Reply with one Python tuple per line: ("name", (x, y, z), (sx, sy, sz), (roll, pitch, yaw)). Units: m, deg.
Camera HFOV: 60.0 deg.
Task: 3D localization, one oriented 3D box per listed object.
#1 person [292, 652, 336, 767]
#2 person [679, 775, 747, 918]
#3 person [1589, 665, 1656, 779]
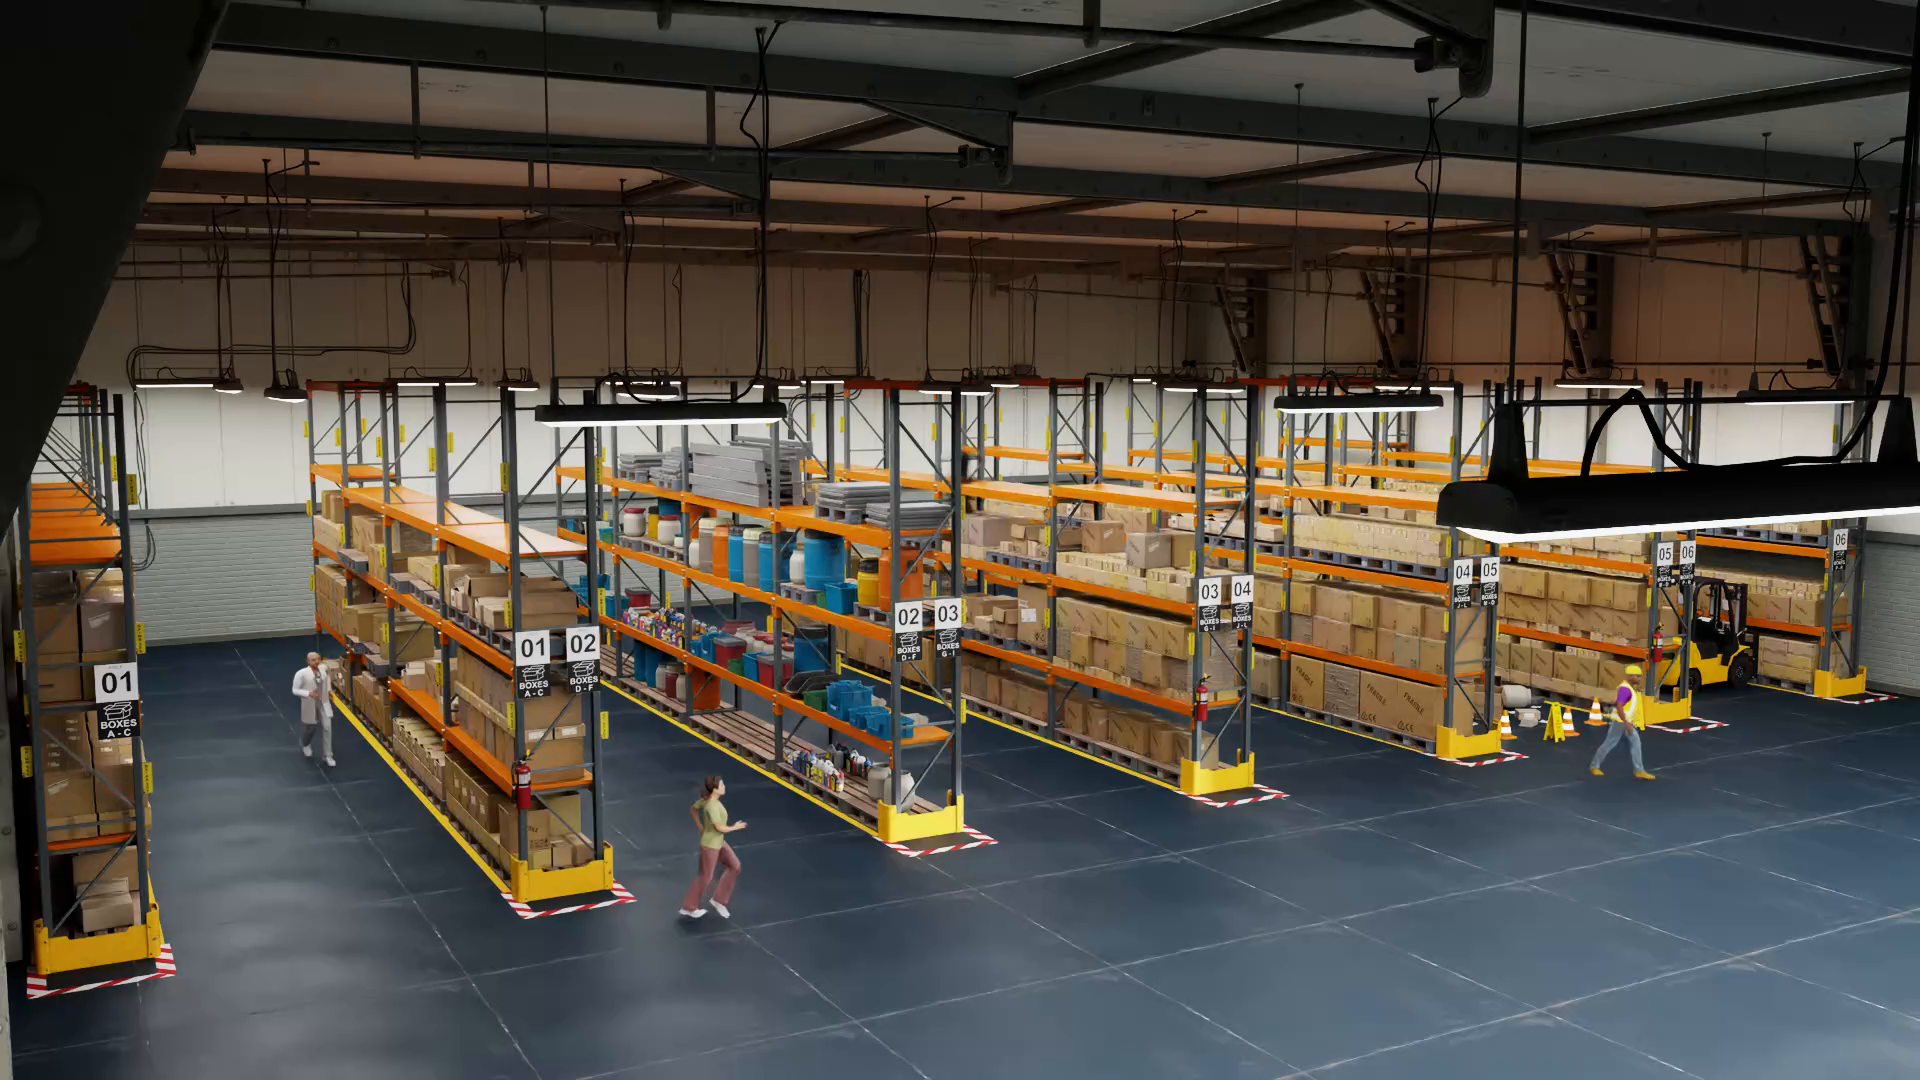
("person", (-10.236, 2.642, 26.331), (0.677, 1.781, 1.071), (-5, 8, -39))
("person", (-2.807, 3.499, 18.883), (0.780, 1.691, 0.520), (0, 6, -4))
("person", (10.088, 2.748, 25.239), (0.948, 1.712, 0.718), (4, 7, 31))
